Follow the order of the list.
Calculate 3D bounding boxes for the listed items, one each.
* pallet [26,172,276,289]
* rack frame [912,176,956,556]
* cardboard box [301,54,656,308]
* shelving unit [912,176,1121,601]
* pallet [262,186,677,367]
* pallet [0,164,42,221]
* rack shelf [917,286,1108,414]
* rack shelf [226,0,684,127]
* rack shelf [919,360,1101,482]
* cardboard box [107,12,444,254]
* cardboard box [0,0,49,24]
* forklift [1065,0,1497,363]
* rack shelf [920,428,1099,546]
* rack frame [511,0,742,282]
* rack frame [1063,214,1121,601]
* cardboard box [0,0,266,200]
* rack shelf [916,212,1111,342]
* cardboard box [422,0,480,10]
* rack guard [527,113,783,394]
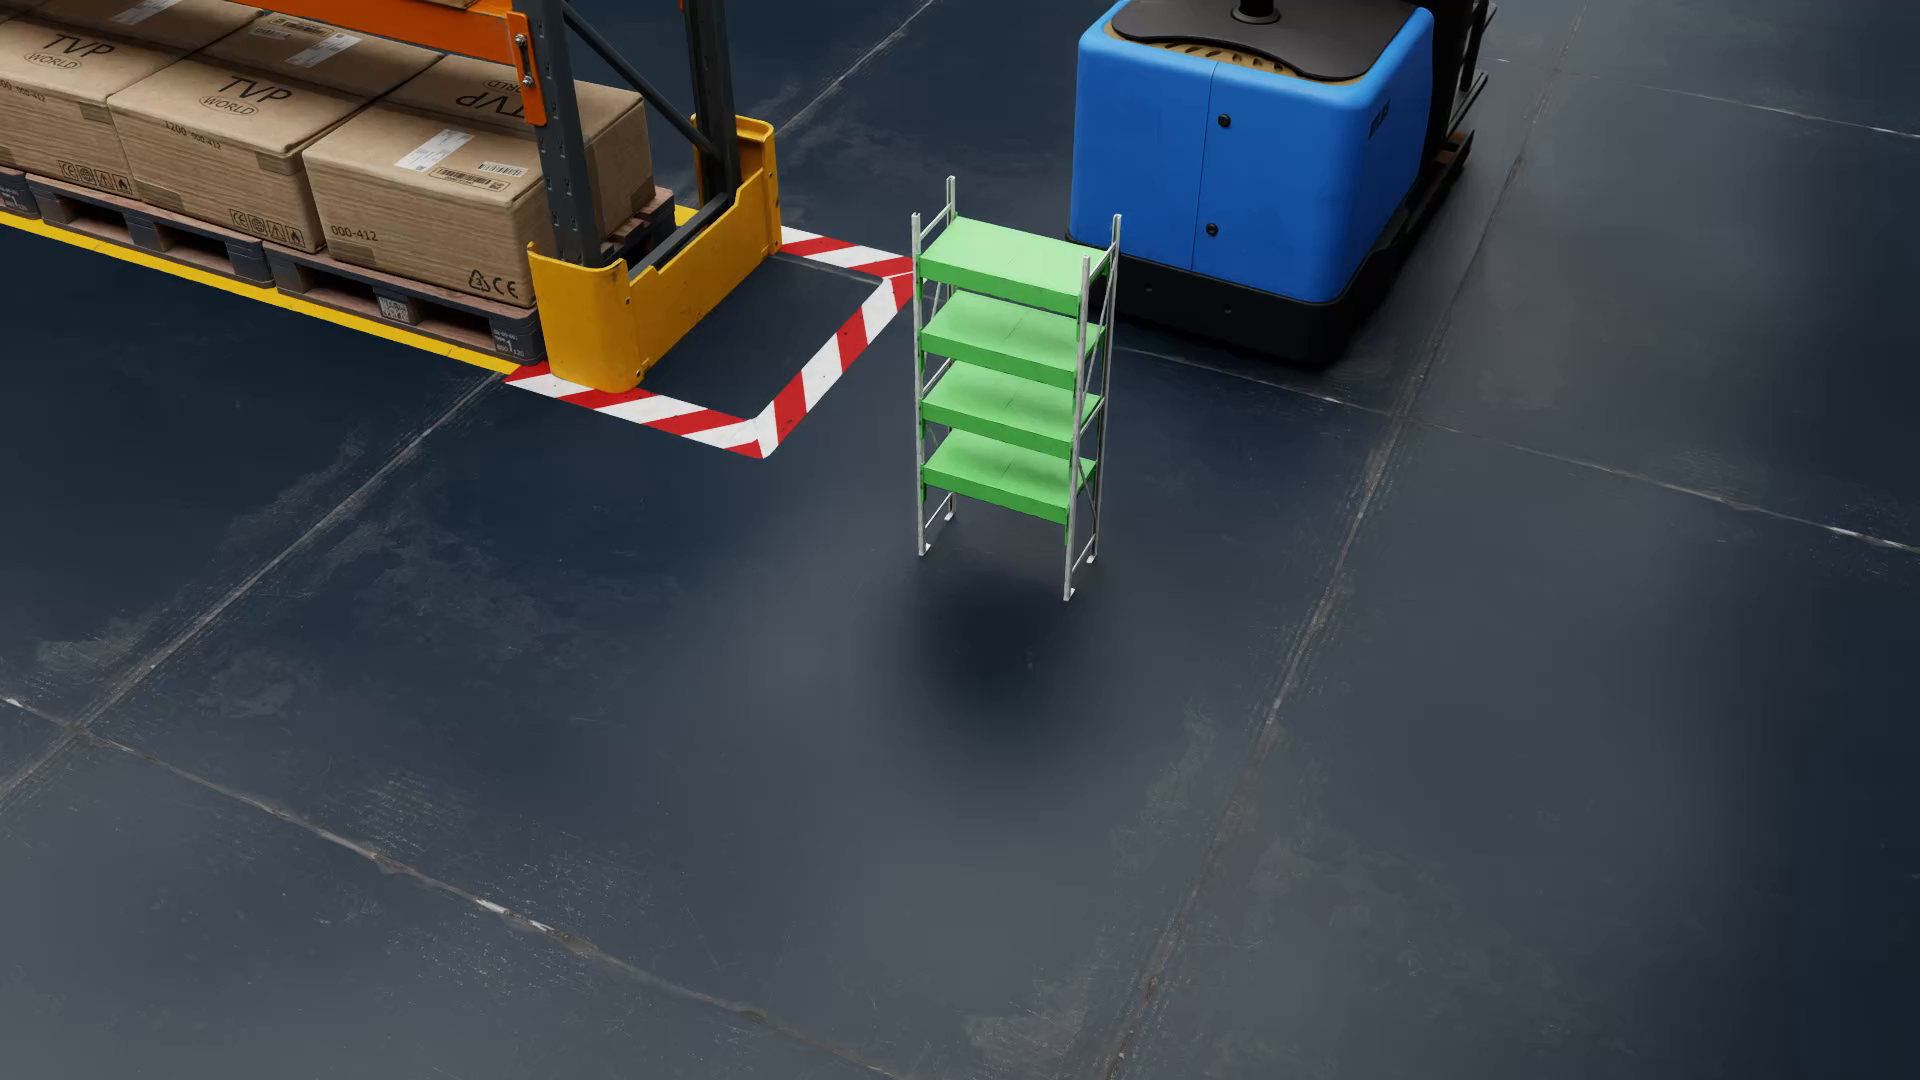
[{"bbox_3d":[-2.967,-1.494,6.813,1.213,0.211,1.003,17,44,19],"label":"pallet"},{"bbox_3d":[-0.071,-0.475,4.882,0.015,1.200,0.240,17,44,19],"label":"rack frame"},{"bbox_3d":[-1.748,-1.348,6.151,0.875,0.438,0.875,16,43,17],"label":"cardboard box"},{"bbox_3d":[0.150,-0.408,4.804,0.503,1.200,0.258,17,44,19],"label":"shelving unit"},{"bbox_3d":[-1.865,-1.155,6.422,1.213,0.211,1.003,17,44,19],"label":"pallet"},{"bbox_3d":[-4.076,-1.831,7.201,1.213,0.211,1.003,17,44,19],"label":"pallet"},{"bbox_3d":[0.150,-0.541,4.689,0.480,0.148,0.258,17,44,19],"label":"rack shelf"},{"bbox_3d":[-2.920,-2.316,6.181,4.000,0.370,1.077,17,44,19],"label":"rack shelf"},{"bbox_3d":[0.150,-0.359,4.846,0.480,0.148,0.258,17,44,19],"label":"rack shelf"},{"bbox_3d":[-2.581,-1.597,6.437,0.875,0.438,0.875,18,44,20],"label":"cardboard box"},{"bbox_3d":[-4.209,-2.095,7.012,0.875,0.438,0.875,16,44,18],"label":"cardboard box"},{"bbox_3d":[1.518,-2.689,6.115,1.130,2.935,3.031,19,44,21],"label":"forklift"},{"bbox_3d":[0.150,-0.178,5.003,0.480,0.148,0.258,17,44,19],"label":"rack shelf"},{"bbox_3d":[-1.107,-2.034,5.307,0.127,3.000,1.000,17,44,19],"label":"rack frame"},{"bbox_3d":[0.371,-0.340,4.726,0.015,1.200,0.240,17,44,19],"label":"rack frame"},{"bbox_3d":[-3.397,-1.847,6.727,0.875,0.438,0.875,16,43,17],"label":"cardboard box"},{"bbox_3d":[0.150,-0.722,4.532,0.480,0.148,0.258,17,44,19],"label":"rack shelf"},{"bbox_3d":[-1.656,-2.048,5.247,0.500,0.500,0.500,17,44,19],"label":"cardboard box"},{"bbox_3d":[-1.086,-1.083,6.118,0.348,0.500,1.175,17,44,19],"label":"rack guard"}]
